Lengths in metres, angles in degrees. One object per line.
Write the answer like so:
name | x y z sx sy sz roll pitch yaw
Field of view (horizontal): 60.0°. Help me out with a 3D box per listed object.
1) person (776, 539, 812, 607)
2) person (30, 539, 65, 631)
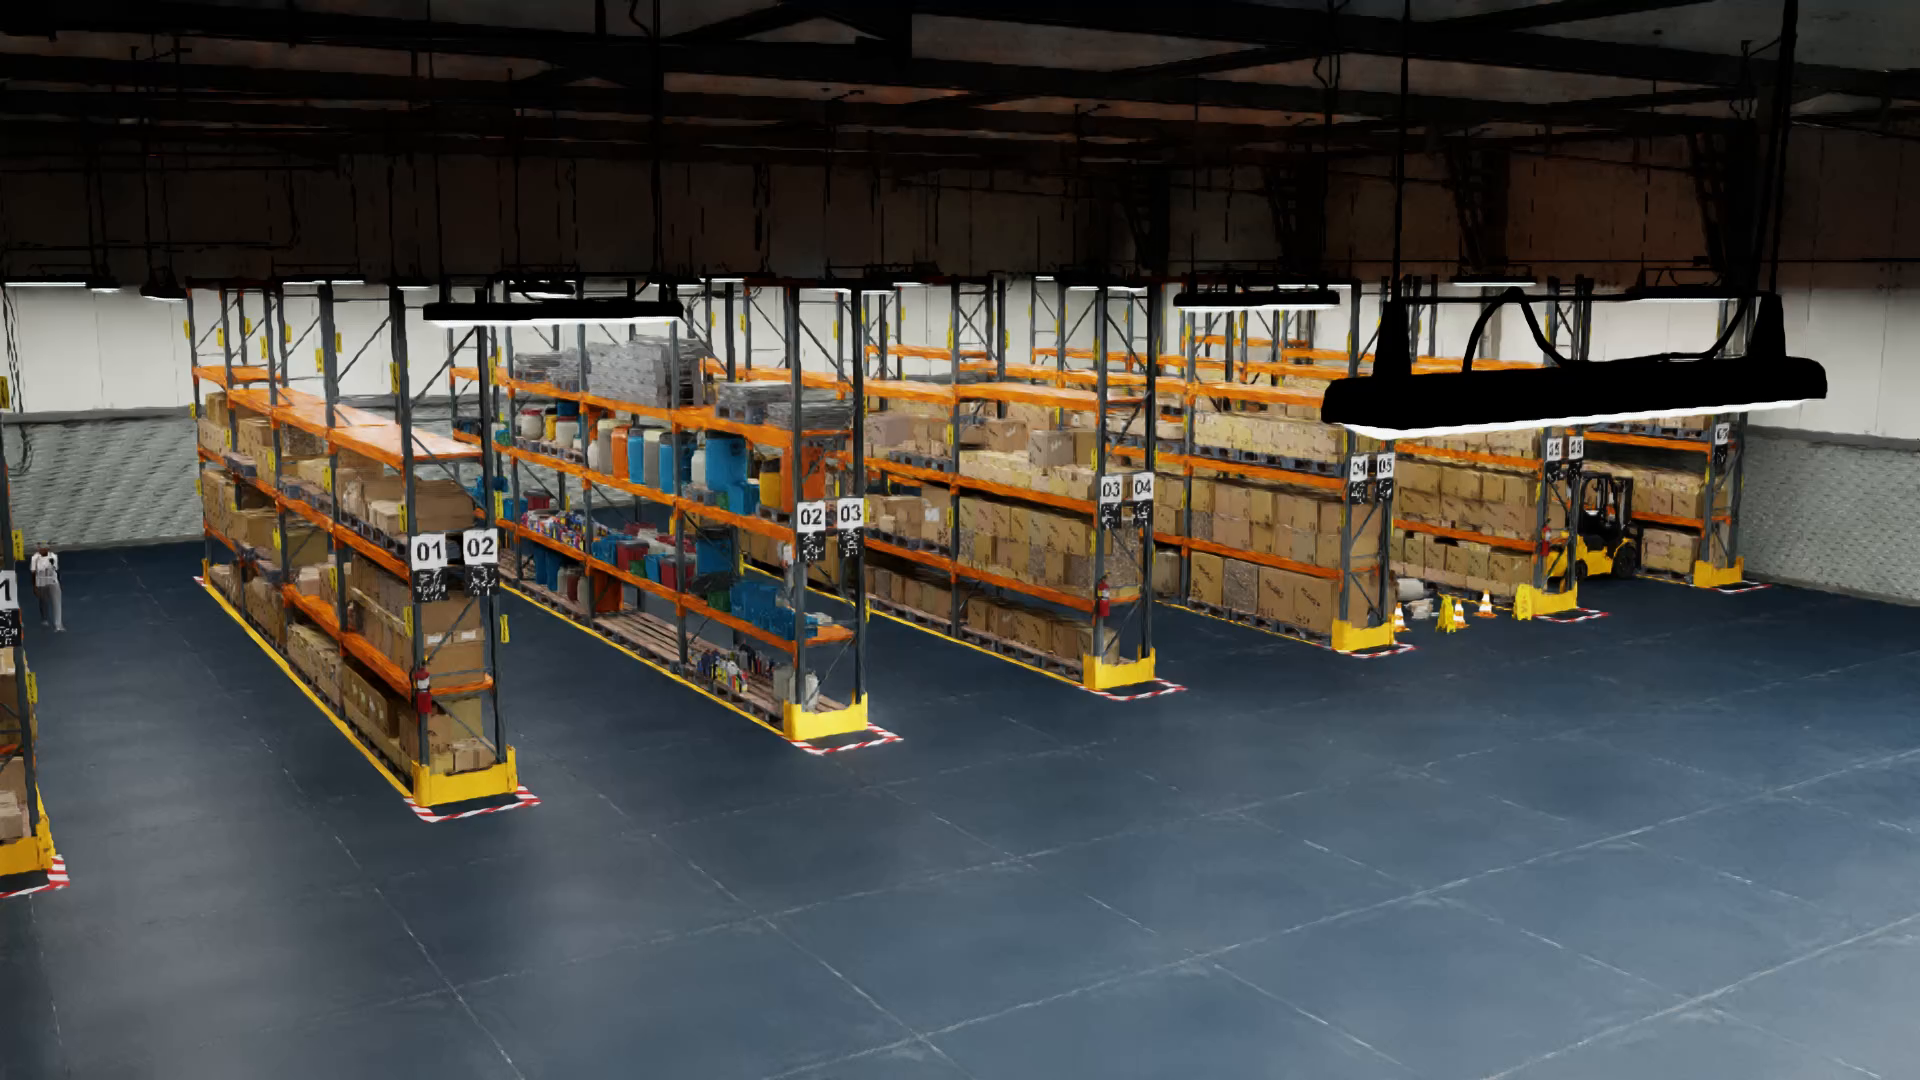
person | -2.868 0.372 28.964 0.677 1.718 0.573 -7 12 -34
person | -15.734 0.755 28.641 0.456 1.589 1.088 -5 11 -30
